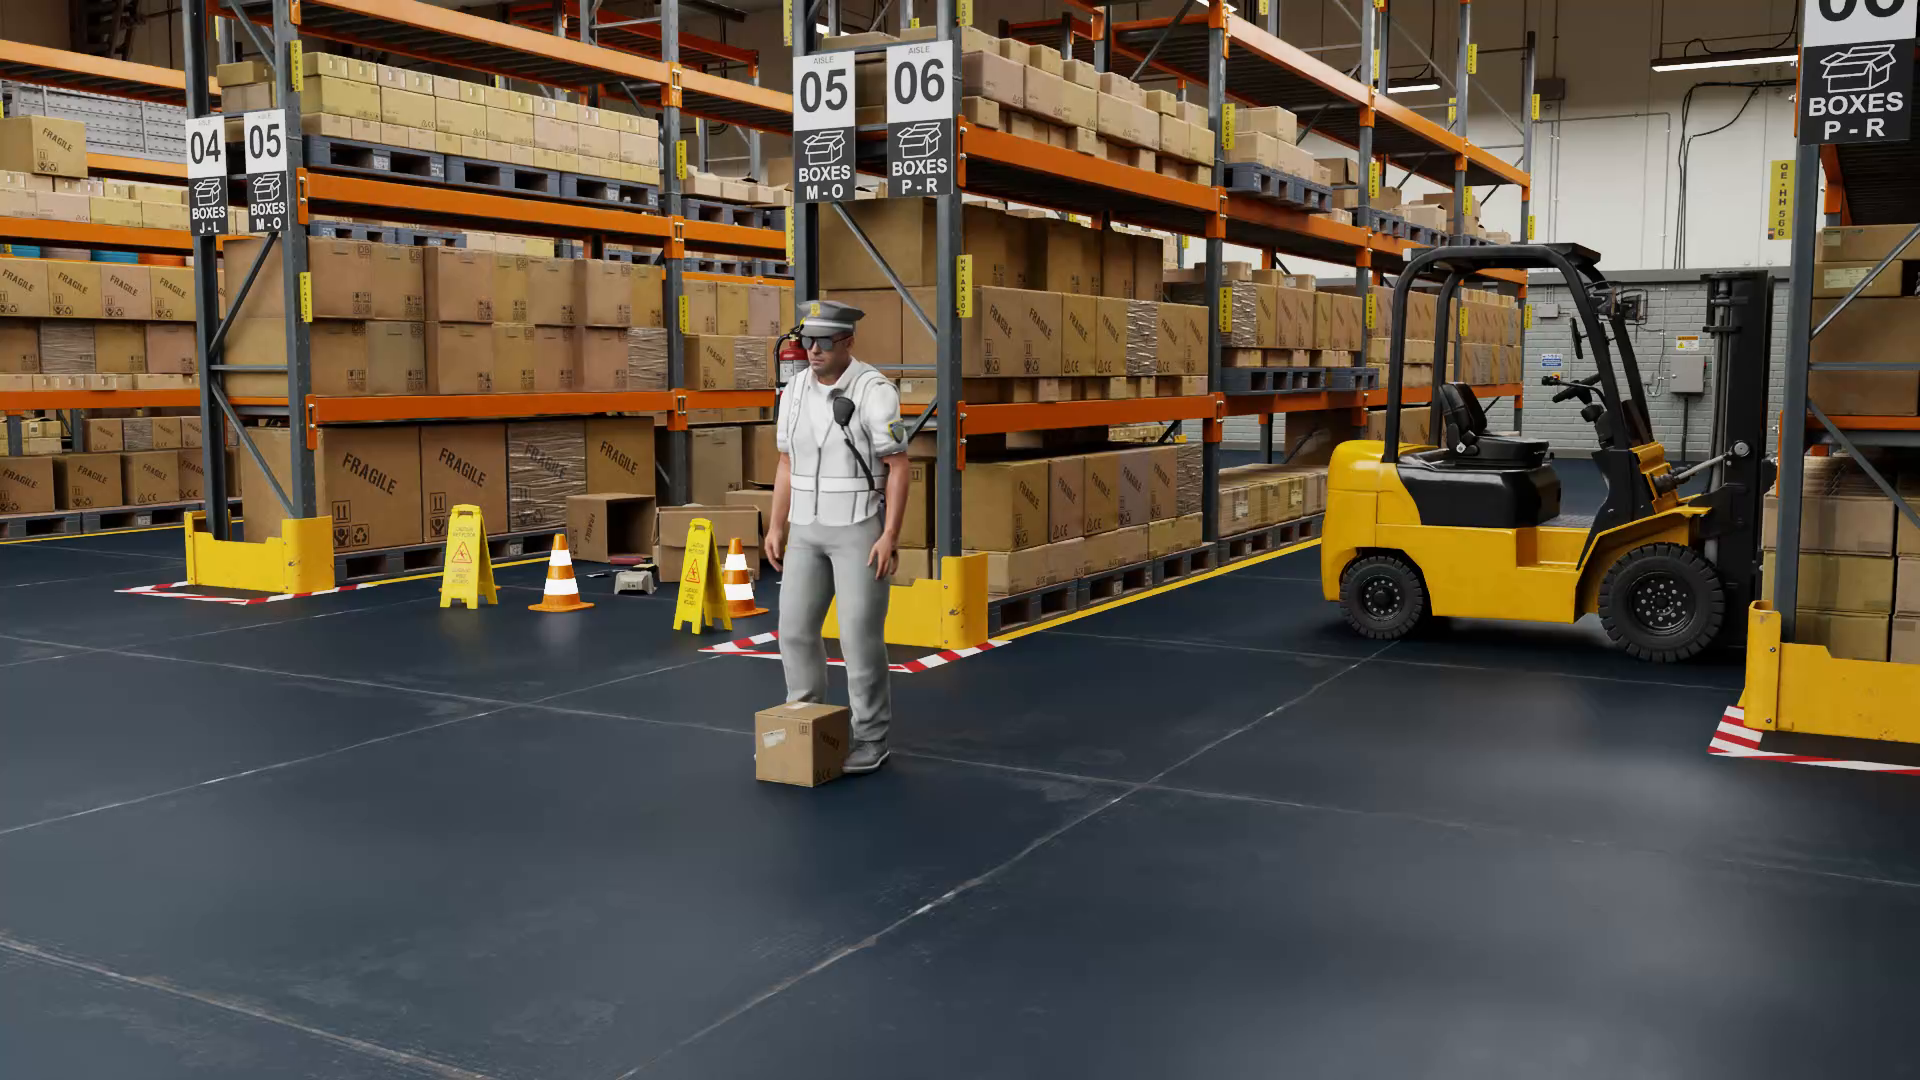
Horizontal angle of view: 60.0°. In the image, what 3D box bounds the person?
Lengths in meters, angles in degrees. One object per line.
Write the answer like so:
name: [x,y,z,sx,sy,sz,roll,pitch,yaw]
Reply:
person: [-0.457,-0.022,6.300,0.585,1.749,0.434,3,7,29]
